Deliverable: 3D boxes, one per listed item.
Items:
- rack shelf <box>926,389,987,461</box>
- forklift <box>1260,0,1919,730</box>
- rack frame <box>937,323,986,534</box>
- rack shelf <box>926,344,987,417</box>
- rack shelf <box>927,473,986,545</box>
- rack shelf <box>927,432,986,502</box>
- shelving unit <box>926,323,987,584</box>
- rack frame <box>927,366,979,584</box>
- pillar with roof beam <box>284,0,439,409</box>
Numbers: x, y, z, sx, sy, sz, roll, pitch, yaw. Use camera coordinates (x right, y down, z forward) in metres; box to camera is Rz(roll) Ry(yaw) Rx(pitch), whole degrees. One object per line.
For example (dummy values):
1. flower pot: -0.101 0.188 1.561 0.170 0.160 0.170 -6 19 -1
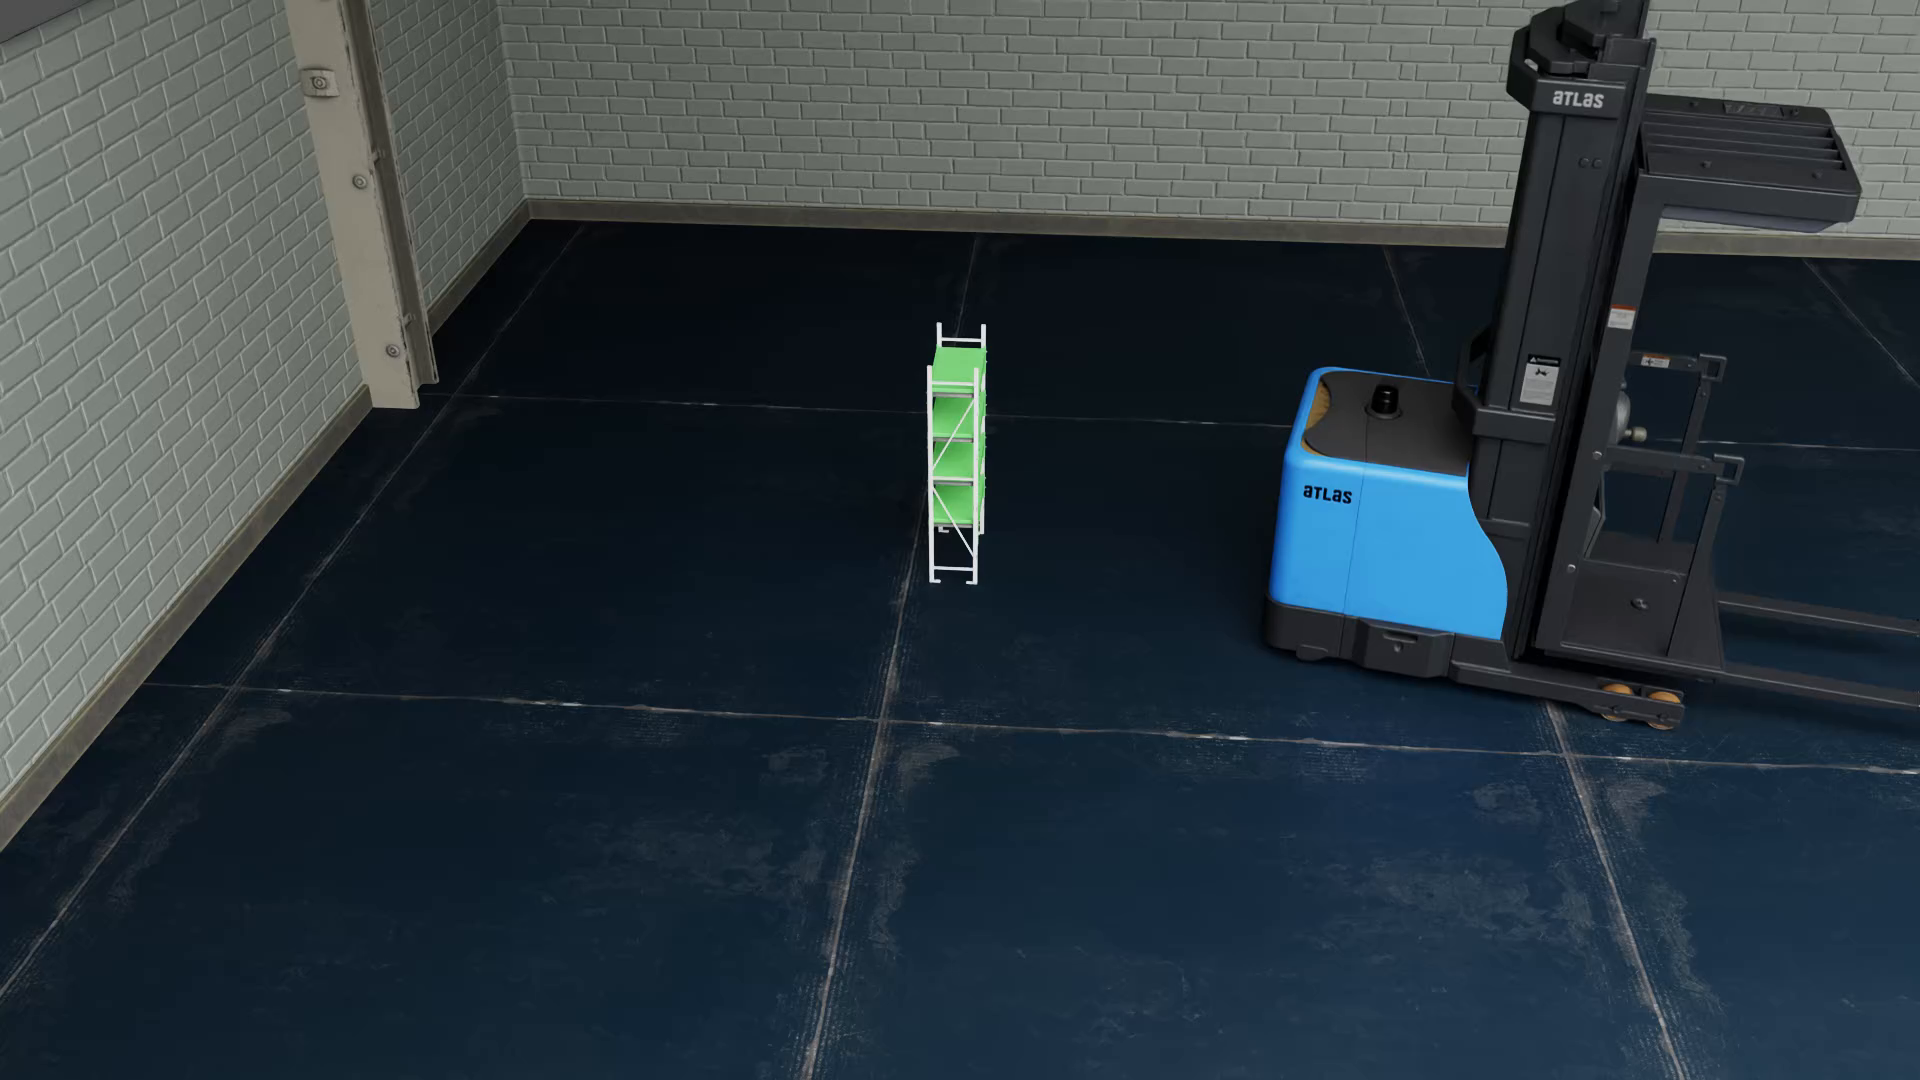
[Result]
1. rack shelf: -0.013 -0.574 8.202 0.258 0.148 0.480 2 32 4
2. forklift: 2.999 -0.719 7.124 3.031 2.935 1.130 9 33 15
3. rack frame: 0.006 -0.552 8.502 0.240 1.200 0.015 2 32 4
4. rack shelf: -0.013 -0.778 8.076 0.258 0.148 0.480 2 32 4
5. rack shelf: -0.013 -0.166 8.454 0.258 0.148 0.480 2 32 4
6. rack shelf: -0.013 -0.370 8.328 0.258 0.148 0.480 2 32 4
7. shelving unit: -0.013 -0.424 8.295 0.258 1.200 0.503 2 32 4
8. rack frame: -0.033 -0.297 8.088 0.240 1.200 0.015 2 32 4
9. pillar with roof beam: 0.875 -4.549 7.555 9.100 9.000 0.400 2 32 4
